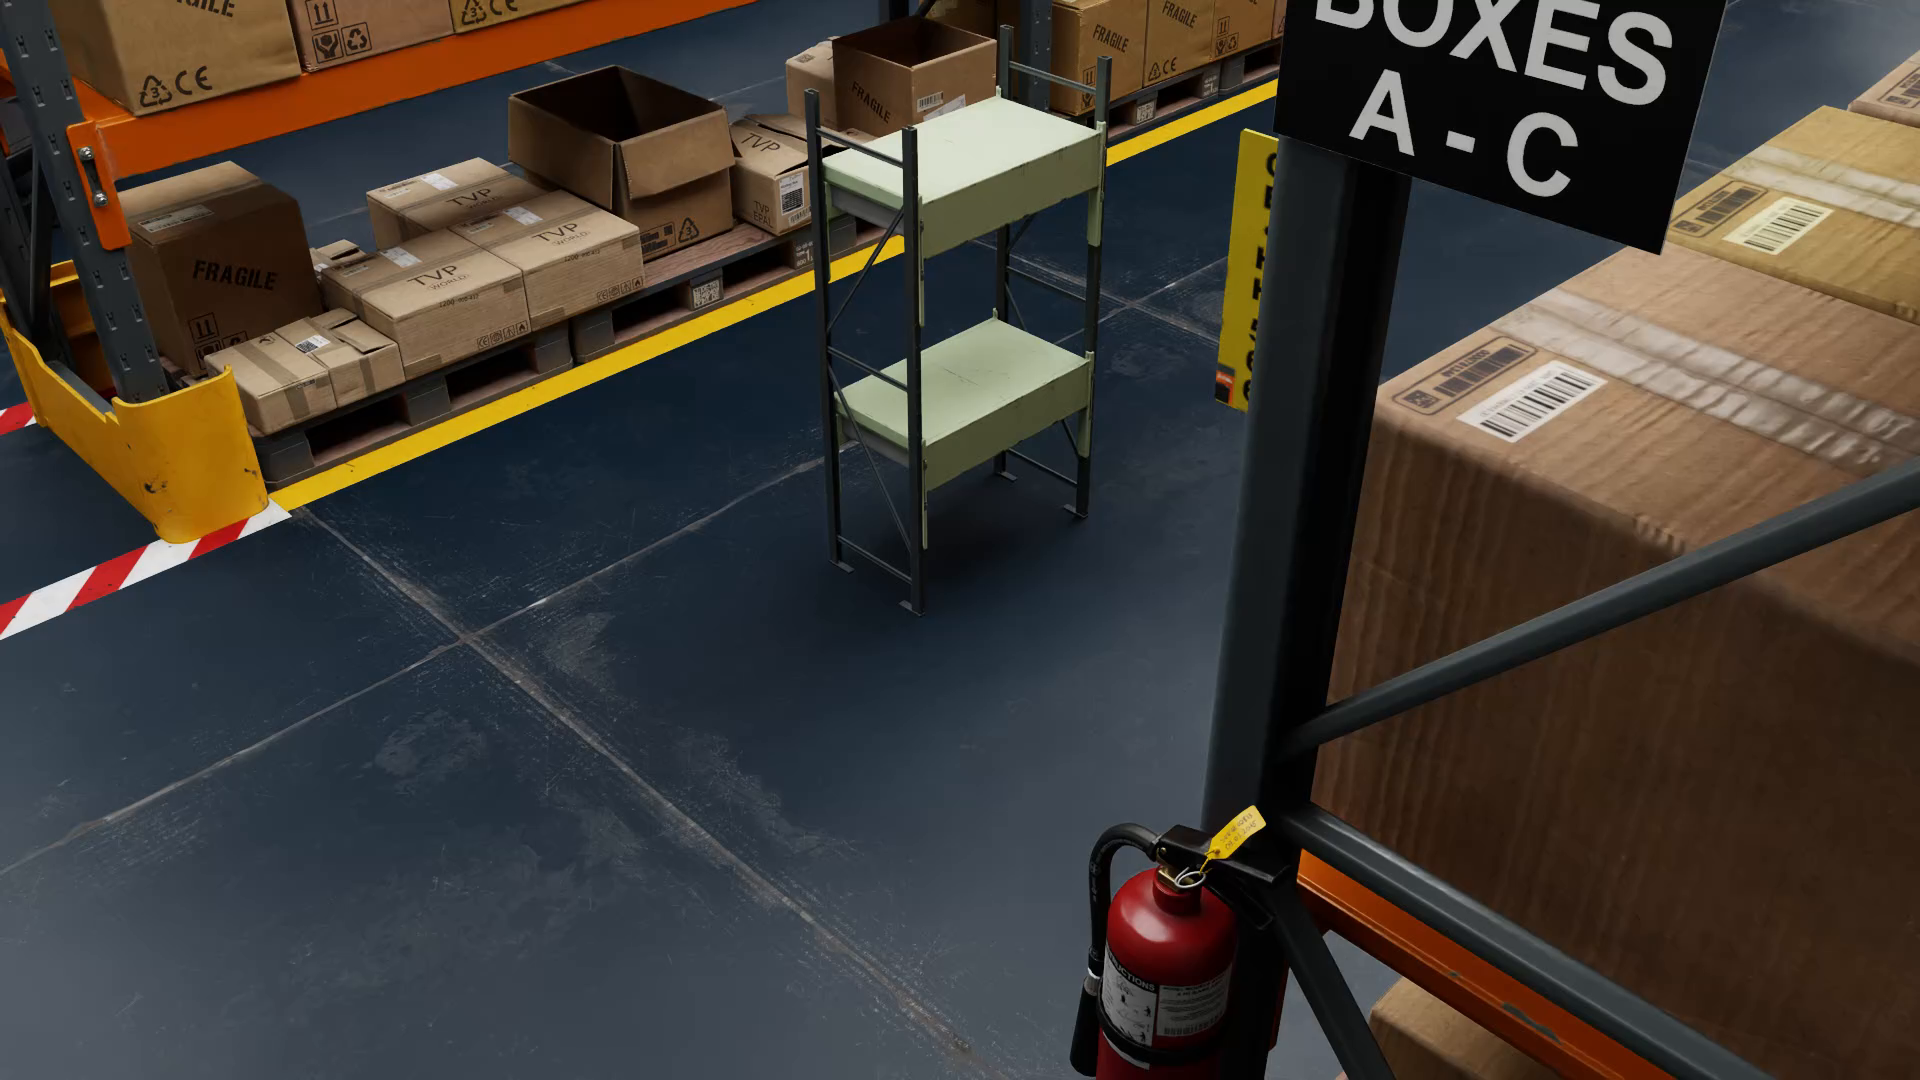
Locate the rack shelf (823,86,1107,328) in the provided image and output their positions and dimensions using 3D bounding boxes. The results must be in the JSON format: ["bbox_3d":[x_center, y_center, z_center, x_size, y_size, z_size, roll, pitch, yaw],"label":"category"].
[{"bbox_3d":[0.005,-0.938,4.602,0.431,0.370,0.720,30,45,35],"label":"rack shelf"}]

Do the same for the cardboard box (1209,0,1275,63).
[{"bbox_3d":[1.246,-2.774,8.406,0.500,0.500,0.500,-29,44,-35],"label":"cardboard box"}]

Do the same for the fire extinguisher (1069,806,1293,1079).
[{"bbox_3d":[0.273,0.579,2.192,0.296,0.674,0.183,30,45,35],"label":"fire extinguisher"}]

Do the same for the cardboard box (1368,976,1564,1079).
[{"bbox_3d":[1.129,1.047,2.944,0.700,0.500,0.500,30,45,35],"label":"cardboard box"}]

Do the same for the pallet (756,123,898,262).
[{"bbox_3d":[-0.478,-1.678,7.471,1.003,0.211,1.213,30,45,35],"label":"pallet"}]

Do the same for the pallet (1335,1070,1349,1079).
[{"bbox_3d":[1.215,1.306,3.192,1.003,0.211,1.213,30,45,35],"label":"pallet"}]

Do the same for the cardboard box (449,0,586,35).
[{"bbox_3d":[-1.596,-2.005,5.416,0.500,0.500,0.500,29,44,35],"label":"cardboard box"}]

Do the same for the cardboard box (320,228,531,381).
[{"bbox_3d":[-1.875,-0.838,5.849,0.500,0.250,0.500,30,45,35],"label":"cardboard box"}]

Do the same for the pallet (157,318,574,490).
[{"bbox_3d":[-2.197,-0.687,6.051,1.003,0.211,1.213,30,45,35],"label":"pallet"}]

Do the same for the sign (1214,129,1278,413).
[{"bbox_3d":[0.331,-0.278,1.807,0.100,0.325,0.005,30,45,35],"label":"sign"}]

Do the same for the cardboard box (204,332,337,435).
[{"bbox_3d":[-2.272,-0.519,5.479,0.380,0.149,0.250,30,45,35],"label":"cardboard box"}]

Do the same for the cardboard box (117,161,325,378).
[{"bbox_3d":[-2.603,-0.951,5.793,0.500,0.500,0.500,30,45,35],"label":"cardboard box"}]

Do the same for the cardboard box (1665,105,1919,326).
[{"bbox_3d":[1.564,-0.115,2.531,0.980,0.700,0.700,29,44,35],"label":"cardboard box"}]

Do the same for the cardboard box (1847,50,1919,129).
[{"bbox_3d":[2.107,-0.421,2.969,0.980,0.700,0.700,27,43,33],"label":"cardboard box"}]

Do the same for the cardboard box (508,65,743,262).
[{"bbox_3d":[-1.313,-1.492,6.565,0.797,0.503,0.637,30,45,35],"label":"cardboard box"}]

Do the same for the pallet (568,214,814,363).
[{"bbox_3d":[-1.337,-1.180,6.758,1.003,0.211,1.213,30,45,35],"label":"pallet"}]

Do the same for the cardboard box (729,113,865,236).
[{"bbox_3d":[-0.722,-1.528,6.784,0.500,0.311,0.500,30,45,35],"label":"cardboard box"}]

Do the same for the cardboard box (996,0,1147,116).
[{"bbox_3d":[0.521,-2.353,7.803,0.500,0.500,0.500,27,43,33],"label":"cardboard box"}]

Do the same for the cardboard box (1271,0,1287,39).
[{"bbox_3d":[1.603,-2.979,8.700,0.500,0.500,0.500,28,43,34],"label":"cardboard box"}]

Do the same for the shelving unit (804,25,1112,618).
[{"bbox_3d":[0.005,-0.618,4.825,0.431,1.500,0.755,30,45,35],"label":"shelving unit"}]

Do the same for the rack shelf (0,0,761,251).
[{"bbox_3d":[-1.402,-1.993,6.115,1.077,0.370,4.000,30,45,35],"label":"rack shelf"}]

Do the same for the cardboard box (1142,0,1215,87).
[{"bbox_3d":[0.889,-2.574,8.120,0.500,0.500,0.500,-29,44,-35],"label":"cardboard box"}]

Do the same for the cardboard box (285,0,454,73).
[{"bbox_3d":[-1.952,-1.803,5.125,0.500,0.500,0.500,29,44,35],"label":"cardboard box"}]

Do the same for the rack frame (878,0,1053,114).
[{"bbox_3d":[0.007,-3.100,7.073,1.000,3.000,0.127,30,45,35],"label":"rack frame"}]

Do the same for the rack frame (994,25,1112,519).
[{"bbox_3d":[0.263,-0.766,5.038,0.400,1.500,0.023,30,45,35],"label":"rack frame"}]

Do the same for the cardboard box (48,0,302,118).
[{"bbox_3d":[-2.312,-1.591,4.822,0.500,0.500,0.500,-29,44,-35],"label":"cardboard box"}]

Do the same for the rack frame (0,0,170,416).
[{"bbox_3d":[-2.811,-1.476,4.745,1.000,3.000,0.127,30,45,35],"label":"rack frame"}]

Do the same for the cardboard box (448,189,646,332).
[{"bbox_3d":[-1.522,-1.041,6.140,0.500,0.250,0.500,30,45,35],"label":"cardboard box"}]

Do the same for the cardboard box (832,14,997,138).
[{"bbox_3d":[-0.193,-1.910,7.167,0.500,0.500,0.500,30,45,35],"label":"cardboard box"}]

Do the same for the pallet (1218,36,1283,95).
[{"bbox_3d":[1.413,-2.799,9.079,1.003,0.211,1.213,30,45,35],"label":"pallet"}]

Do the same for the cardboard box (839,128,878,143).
[{"bbox_3d":[-0.415,-1.589,7.014,0.380,0.149,0.250,30,45,35],"label":"cardboard box"}]

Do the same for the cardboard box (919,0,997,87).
[{"bbox_3d":[0.151,-2.571,8.115,0.500,0.500,0.500,29,44,35],"label":"cardboard box"}]

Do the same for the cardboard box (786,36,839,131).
[{"bbox_3d":[-0.442,-2.094,7.597,0.500,0.311,0.500,30,45,35],"label":"cardboard box"}]

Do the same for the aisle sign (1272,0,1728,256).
[{"bbox_3d":[0.443,-0.639,1.272,0.394,0.787,0.004,30,45,35],"label":"aisle sign"}]

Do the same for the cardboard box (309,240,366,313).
[{"bbox_3d":[-2.254,-0.943,6.072,0.380,0.166,0.250,30,45,35],"label":"cardboard box"}]

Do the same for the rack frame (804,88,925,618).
[{"bbox_3d":[-0.253,-0.469,4.612,0.400,1.500,0.023,30,45,35],"label":"rack frame"}]

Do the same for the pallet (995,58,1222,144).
[{"bbox_3d":[0.553,-2.302,8.366,1.003,0.211,1.213,30,45,35],"label":"pallet"}]

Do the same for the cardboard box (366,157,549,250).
[{"bbox_3d":[-1.912,-1.222,6.400,0.500,0.250,0.500,30,45,35],"label":"cardboard box"}]

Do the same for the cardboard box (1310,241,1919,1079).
[{"bbox_3d":[1.059,0.185,2.101,0.700,0.700,0.980,-28,43,-34],"label":"cardboard box"}]

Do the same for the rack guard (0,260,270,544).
[{"bbox_3d":[-2.758,-0.482,5.504,1.175,0.500,0.348,30,45,35],"label":"rack guard"}]

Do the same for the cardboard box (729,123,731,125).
[{"bbox_3d":[-1.045,-1.680,7.129,0.380,0.166,0.250,30,45,35],"label":"cardboard box"}]

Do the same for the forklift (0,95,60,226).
[{"bbox_3d":[-4.443,-2.611,6.431,1.130,2.935,3.031,10,36,13],"label":"forklift"}]

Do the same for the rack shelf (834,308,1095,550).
[{"bbox_3d":[0.005,-0.350,5.011,0.431,0.370,0.720,30,45,35],"label":"rack shelf"}]

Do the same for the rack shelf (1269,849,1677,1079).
[{"bbox_3d":[2.116,0.002,3.254,1.077,0.370,4.000,30,45,35],"label":"rack shelf"}]

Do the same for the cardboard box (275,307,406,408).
[{"bbox_3d":[-2.096,-0.628,5.620,0.380,0.166,0.250,30,45,35],"label":"cardboard box"}]
